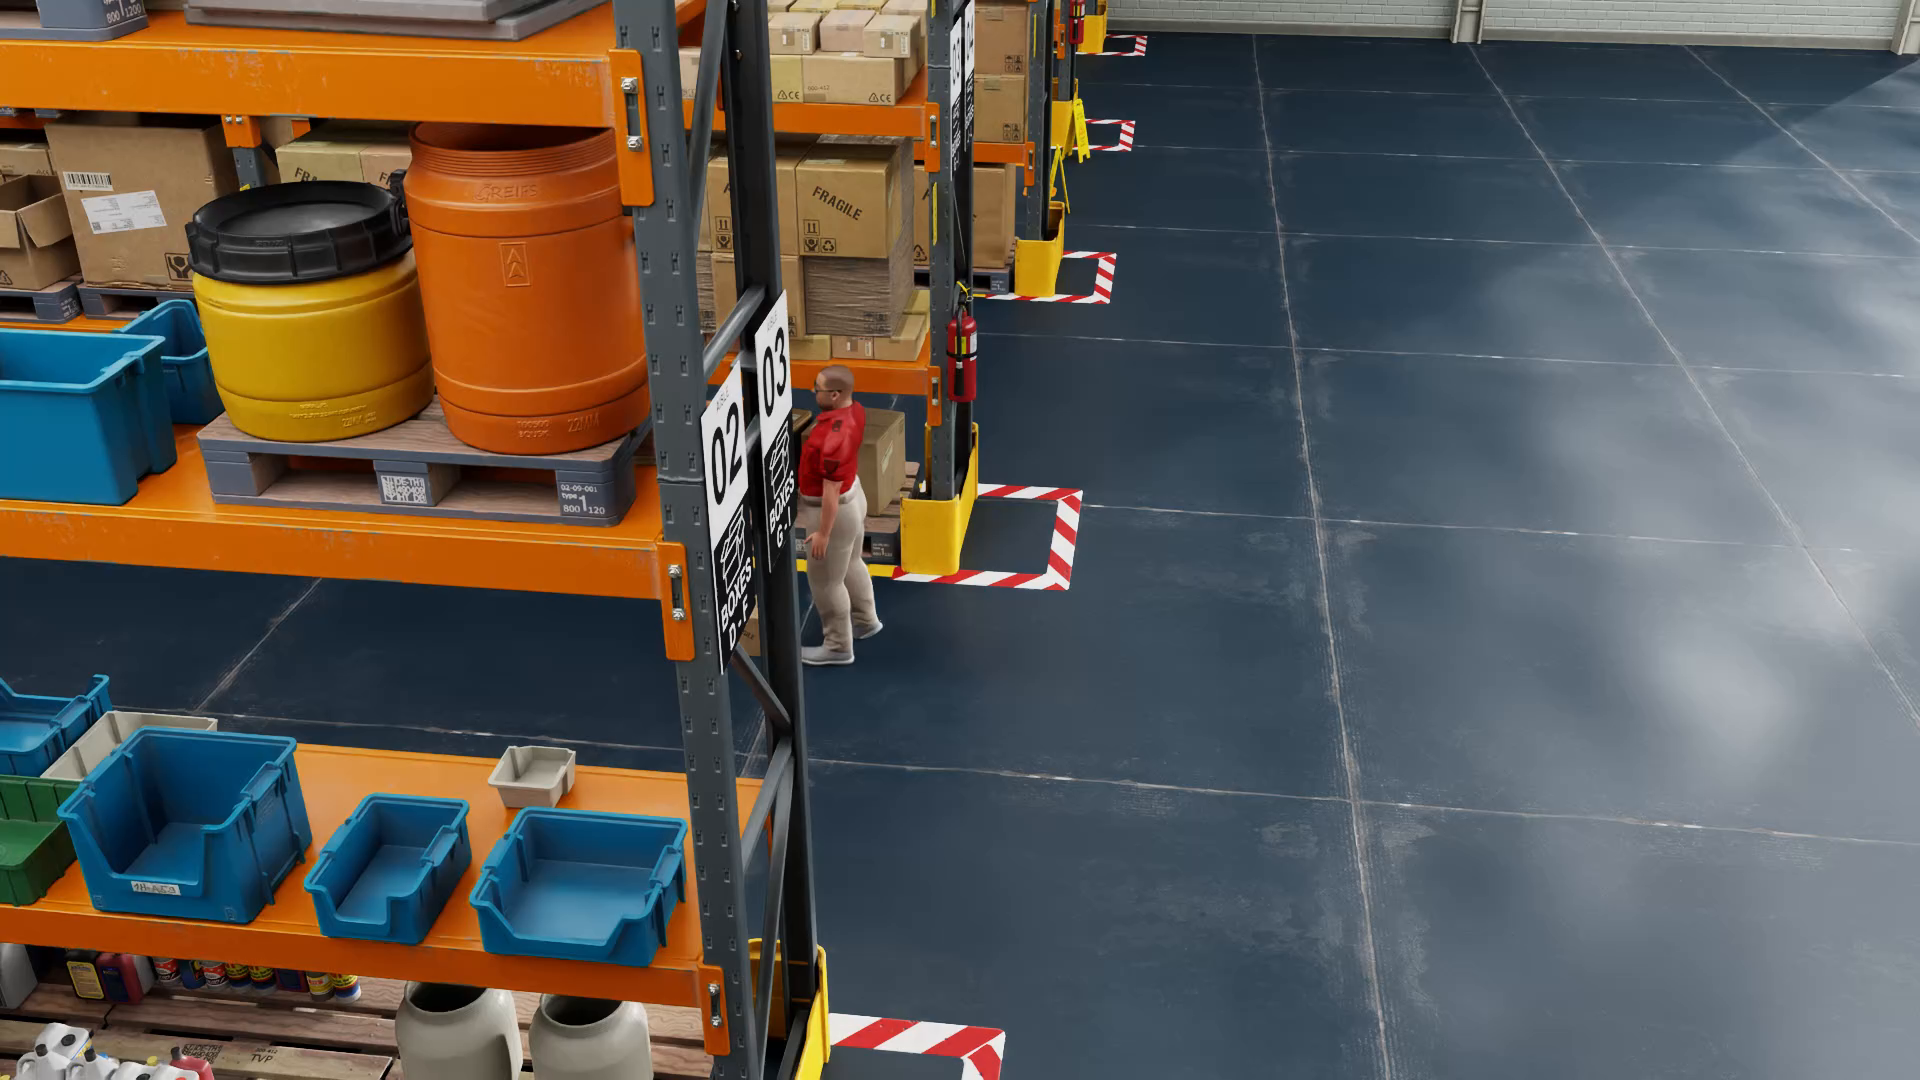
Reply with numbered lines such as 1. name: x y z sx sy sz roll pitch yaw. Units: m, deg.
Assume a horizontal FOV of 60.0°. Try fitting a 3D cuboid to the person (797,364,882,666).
1. person: -0.682 -0.105 8.909 0.435 1.793 0.535 4 28 7
